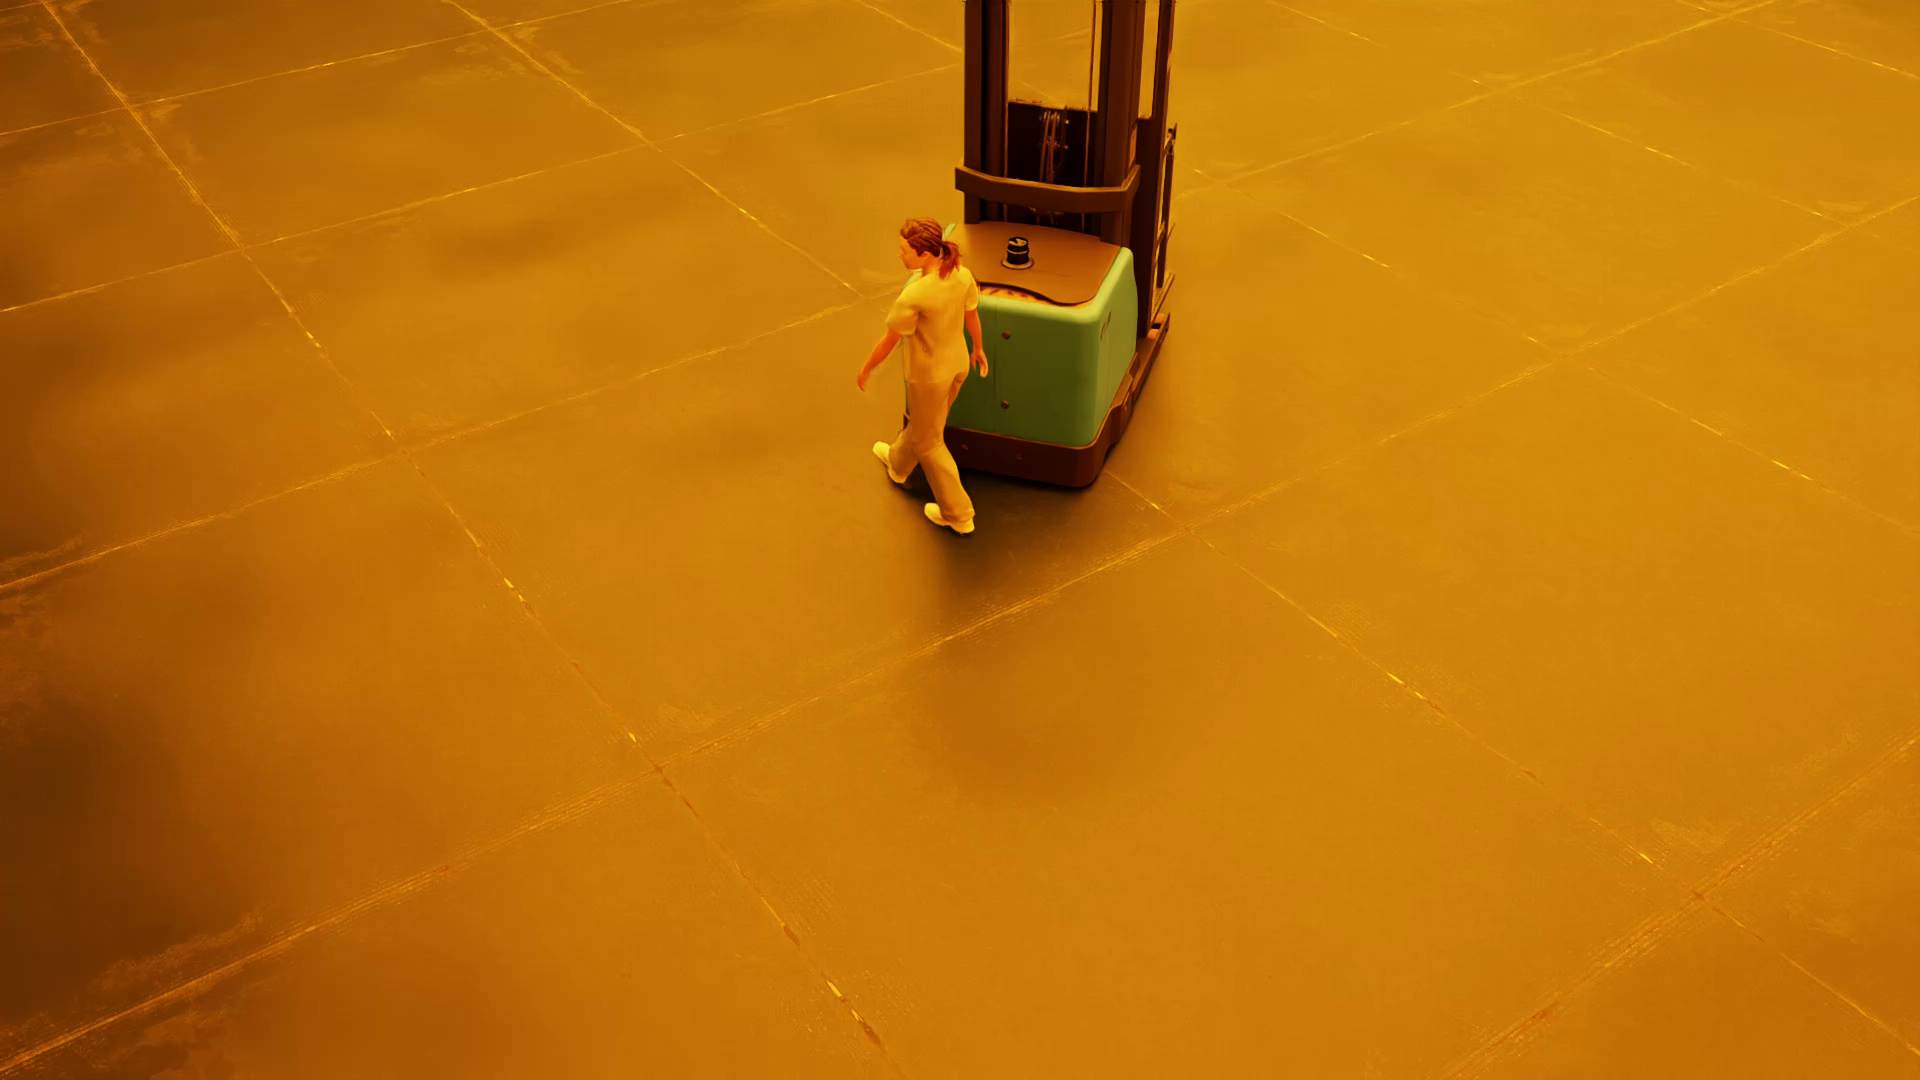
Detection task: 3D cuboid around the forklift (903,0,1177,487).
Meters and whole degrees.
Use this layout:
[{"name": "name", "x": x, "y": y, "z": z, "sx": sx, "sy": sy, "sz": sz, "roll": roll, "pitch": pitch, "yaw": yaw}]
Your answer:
[{"name": "forklift", "x": 0.633, "y": -2.332, "z": 9.099, "sx": 1.130, "sy": 2.935, "sz": 3.031, "roll": 11, "pitch": 38, "yaw": 14}]

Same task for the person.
[{"name": "person", "x": -0.212, "y": -0.876, "z": 8.219, "sx": 0.824, "sy": 1.640, "sz": 0.626, "roll": 27, "pitch": 44, "yaw": 31}]
